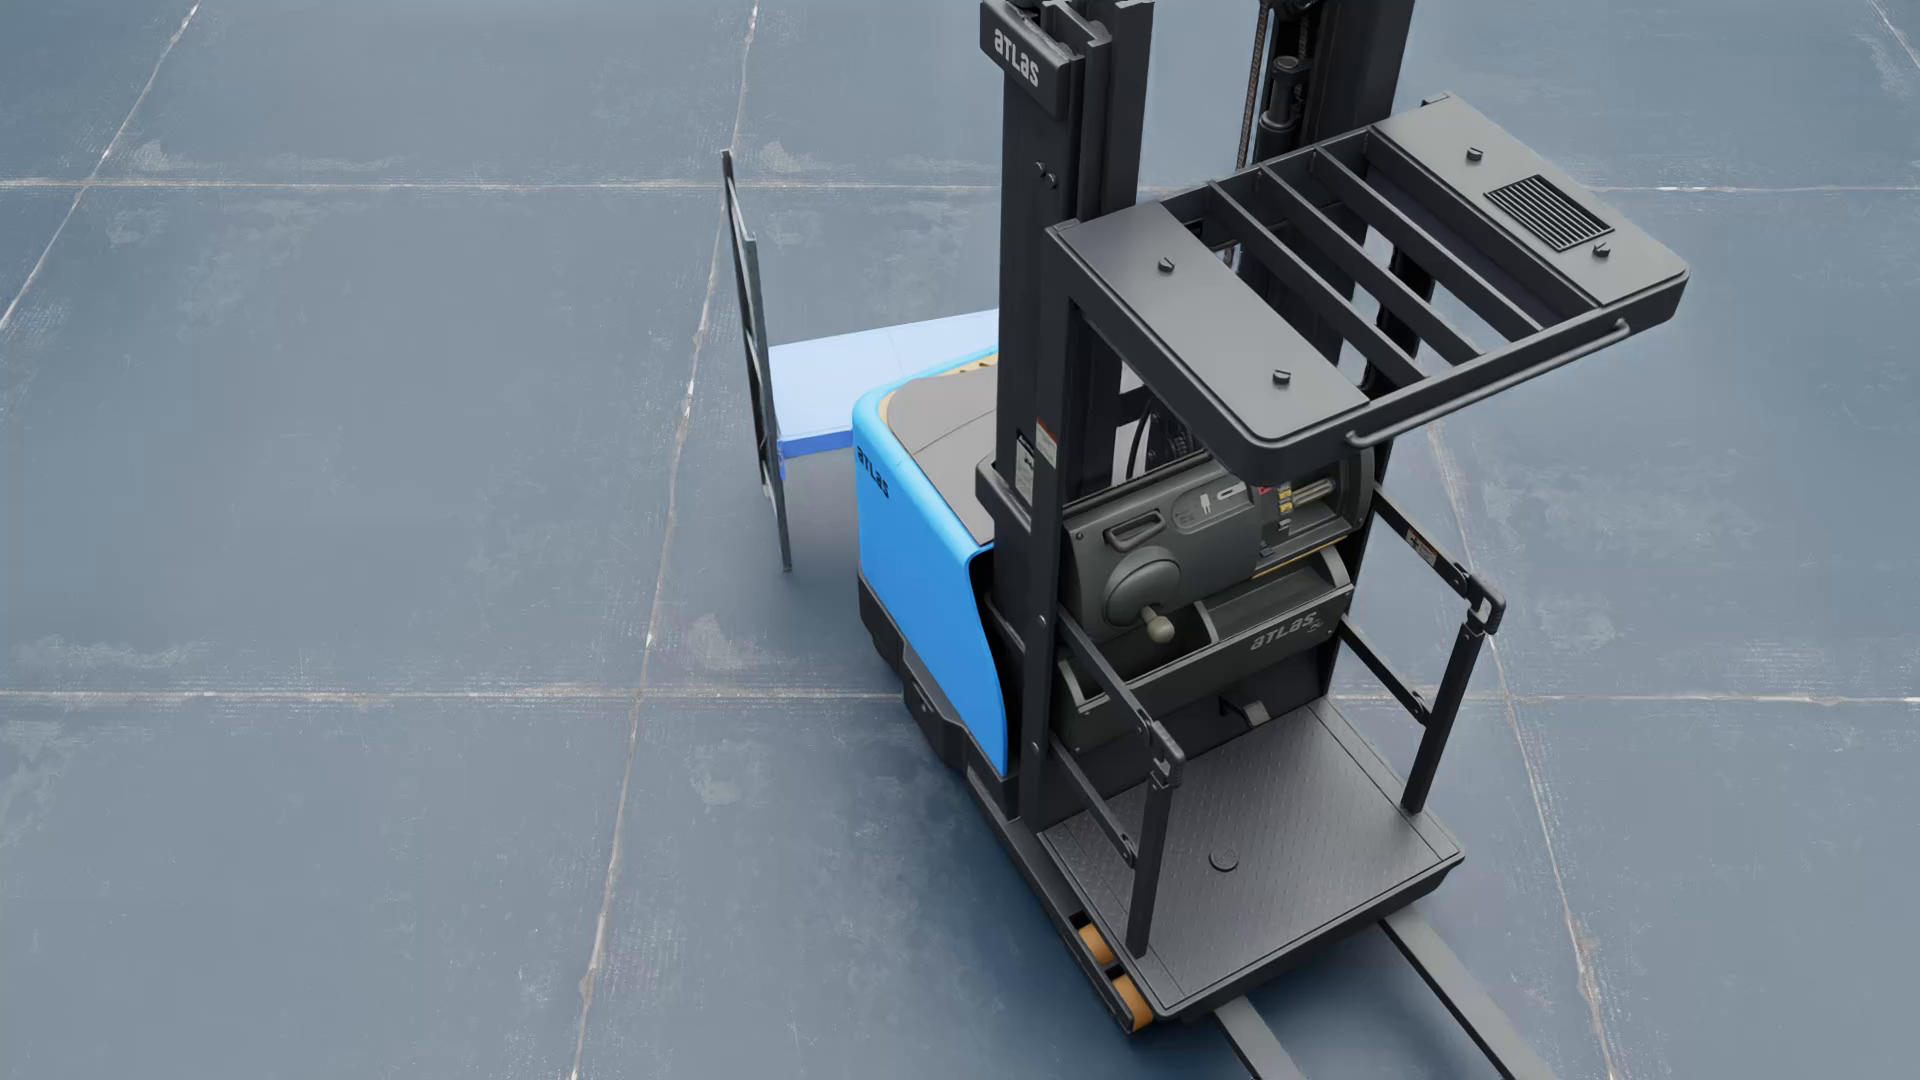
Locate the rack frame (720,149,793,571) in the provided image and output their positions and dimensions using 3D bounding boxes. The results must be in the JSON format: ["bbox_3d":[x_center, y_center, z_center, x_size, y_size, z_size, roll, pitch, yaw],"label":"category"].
[{"bbox_3d":[-0.698,-0.575,5.761,0.032,1.500,0.500,-11,48,-10],"label":"rack frame"}]

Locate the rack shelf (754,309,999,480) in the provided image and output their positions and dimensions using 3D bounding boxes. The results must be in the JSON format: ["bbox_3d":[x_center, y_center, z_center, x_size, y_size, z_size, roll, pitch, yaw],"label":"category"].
[{"bbox_3d":[-0.206,-0.547,5.980,1.000,0.185,0.538,-11,48,-10],"label":"rack shelf"}]

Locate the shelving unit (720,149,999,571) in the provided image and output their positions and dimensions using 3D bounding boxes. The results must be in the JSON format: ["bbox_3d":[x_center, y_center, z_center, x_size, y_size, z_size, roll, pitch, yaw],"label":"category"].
[{"bbox_3d":[-0.206,-0.669,5.849,1.048,1.500,0.538,-11,48,-10],"label":"shelving unit"}]

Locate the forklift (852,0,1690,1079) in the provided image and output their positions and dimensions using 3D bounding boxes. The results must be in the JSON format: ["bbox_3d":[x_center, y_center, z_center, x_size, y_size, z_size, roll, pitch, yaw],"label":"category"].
[{"bbox_3d":[0.798,0.056,4.195,1.130,2.935,3.031,-22,51,-19],"label":"forklift"}]
